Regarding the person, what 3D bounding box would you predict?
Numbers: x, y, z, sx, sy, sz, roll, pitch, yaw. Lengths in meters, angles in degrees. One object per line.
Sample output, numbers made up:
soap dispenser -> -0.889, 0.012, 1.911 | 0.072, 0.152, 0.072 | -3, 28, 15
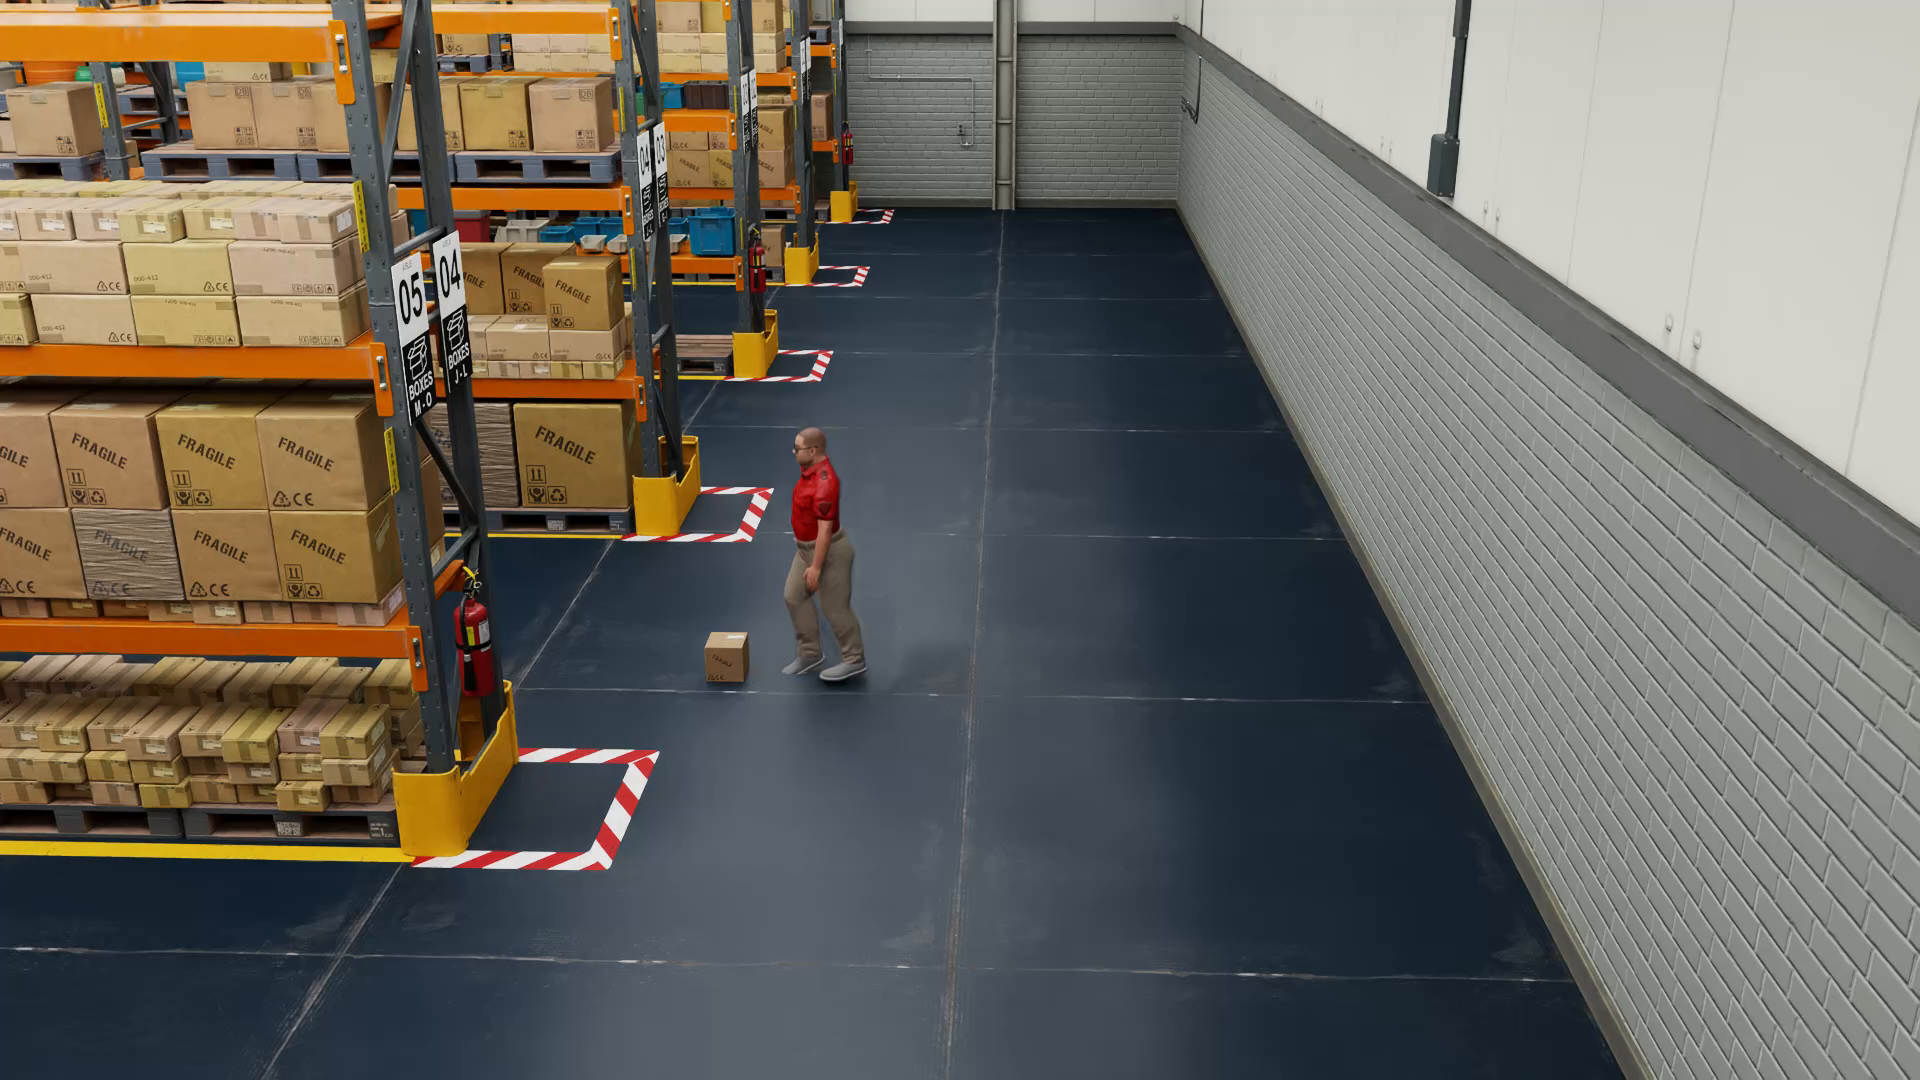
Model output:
person -> -0.903, 0.125, 10.827 | 0.521, 1.792, 0.553 | -8, 22, -20
